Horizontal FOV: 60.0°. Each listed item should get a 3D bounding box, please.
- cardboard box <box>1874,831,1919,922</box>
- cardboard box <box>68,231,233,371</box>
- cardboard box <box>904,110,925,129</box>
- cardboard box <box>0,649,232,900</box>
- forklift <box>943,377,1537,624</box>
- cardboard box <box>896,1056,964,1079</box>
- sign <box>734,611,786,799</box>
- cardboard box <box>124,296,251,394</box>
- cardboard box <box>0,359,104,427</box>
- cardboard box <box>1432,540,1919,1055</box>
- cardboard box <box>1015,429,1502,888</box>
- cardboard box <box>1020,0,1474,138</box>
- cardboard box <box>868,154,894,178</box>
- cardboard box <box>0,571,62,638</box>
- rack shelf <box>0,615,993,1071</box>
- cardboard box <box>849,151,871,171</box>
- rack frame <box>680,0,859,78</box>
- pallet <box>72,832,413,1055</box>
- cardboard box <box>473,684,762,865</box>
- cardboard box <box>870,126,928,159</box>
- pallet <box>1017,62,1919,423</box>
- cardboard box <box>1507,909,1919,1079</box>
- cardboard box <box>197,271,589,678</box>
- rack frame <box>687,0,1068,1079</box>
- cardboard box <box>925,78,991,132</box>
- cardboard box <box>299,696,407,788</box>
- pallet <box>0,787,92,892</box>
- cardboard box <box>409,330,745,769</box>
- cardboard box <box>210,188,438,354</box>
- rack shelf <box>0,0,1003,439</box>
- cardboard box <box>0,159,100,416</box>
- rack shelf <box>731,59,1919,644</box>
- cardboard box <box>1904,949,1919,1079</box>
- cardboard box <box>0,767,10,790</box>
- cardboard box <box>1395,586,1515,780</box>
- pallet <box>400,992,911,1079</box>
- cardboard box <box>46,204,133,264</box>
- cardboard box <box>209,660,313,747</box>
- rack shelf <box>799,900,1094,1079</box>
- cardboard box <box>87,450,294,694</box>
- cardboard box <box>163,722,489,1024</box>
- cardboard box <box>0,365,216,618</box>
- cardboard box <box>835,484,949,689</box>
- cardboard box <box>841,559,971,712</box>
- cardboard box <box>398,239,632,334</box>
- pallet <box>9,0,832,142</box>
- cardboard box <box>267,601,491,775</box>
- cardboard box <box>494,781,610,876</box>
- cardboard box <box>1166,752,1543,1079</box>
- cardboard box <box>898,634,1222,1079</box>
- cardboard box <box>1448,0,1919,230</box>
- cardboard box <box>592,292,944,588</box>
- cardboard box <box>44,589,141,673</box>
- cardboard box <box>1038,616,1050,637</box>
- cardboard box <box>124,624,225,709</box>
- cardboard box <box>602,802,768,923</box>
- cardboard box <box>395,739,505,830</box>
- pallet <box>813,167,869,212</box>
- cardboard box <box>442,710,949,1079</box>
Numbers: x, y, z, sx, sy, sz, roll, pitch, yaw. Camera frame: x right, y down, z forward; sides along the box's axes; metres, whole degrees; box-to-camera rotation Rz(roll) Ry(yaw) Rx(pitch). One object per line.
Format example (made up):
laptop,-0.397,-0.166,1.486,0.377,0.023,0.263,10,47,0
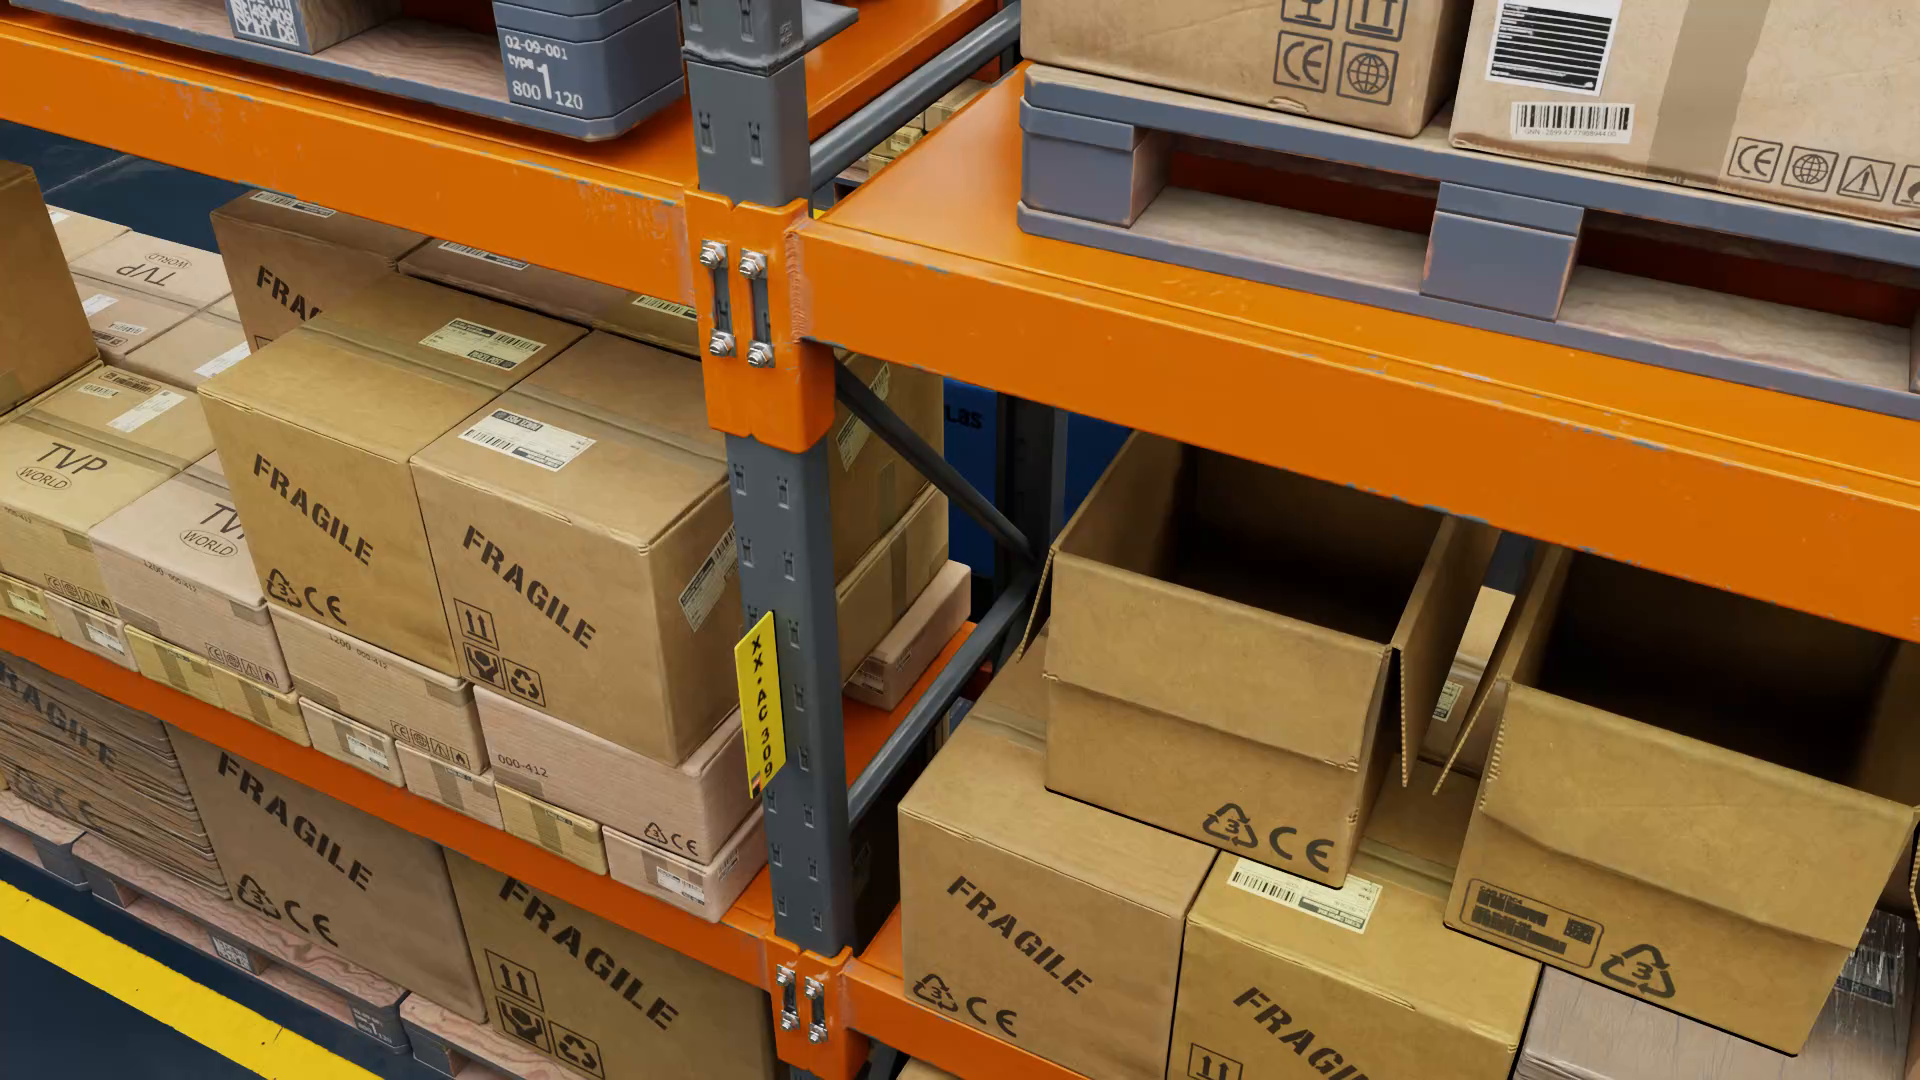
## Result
cardboard box,1.383,0.570,2.936,0.500,0.500,0.500,17,40,21
cardboard box,-2.159,-0.552,4.375,0.500,0.250,0.500,16,40,20
cardboard box,-0.210,-2.169,8.145,0.250,0.149,0.380,15,40,19
cardboard box,-2.200,0.298,4.786,0.875,0.875,0.875,17,41,21
forklift,1.354,-0.781,4.855,3.031,2.935,1.130,16,40,20
cardboard box,0.516,1.190,3.612,0.875,0.875,1.225,18,41,22
sign,-0.315,0.266,2.638,0.005,0.325,0.100,17,41,21
cardboard box,-1.694,-0.410,4.187,0.500,0.250,0.500,17,41,22
cardboard box,-2.402,-0.266,3.998,0.500,0.250,0.500,16,40,20
cardboard box,1.114,0.274,2.495,0.637,0.503,0.797,18,41,22
cardboard box,0.510,0.077,2.755,0.637,0.503,0.797,16,40,20
cardboard box,0.458,-0.902,2.047,0.500,0.500,0.700,18,41,23
cardboard box,-0.254,-1.894,8.274,0.250,0.149,0.380,18,41,22
cardboard box,-2.083,0.034,3.932,0.250,0.149,0.380,16,40,20
rack shelf,-1.837,0.074,4.267,4.000,0.370,1.077,17,41,21
cardboard box,-0.431,-2.024,8.445,0.250,0.149,0.380,18,41,22
rack frame,-0.061,-2.046,1.503,0.127,3.000,1.000,17,41,21
pallet,-1.788,0.862,4.940,1.213,0.211,1.003,17,41,21
cardboard box,-0.574,0.303,3.248,0.500,0.250,0.500,17,40,21
cardboard box,-0.242,-2.014,8.186,0.250,0.149,0.380,19,41,23
pallet,0.776,-0.547,2.167,1.217,0.209,0.805,16,40,20
cardboard box,1.123,0.845,2.574,0.500,0.500,0.500,16,40,20
cardboard box,-1.035,-0.140,3.211,0.500,0.500,0.500,18,41,22
rack frame,-0.061,0.344,3.317,0.127,3.000,1.000,17,41,21
cardboard box,0.032,-2.087,8.036,0.250,0.149,0.380,19,41,23
cardboard box,-1.168,0.320,3.555,0.250,0.149,0.380,18,41,22
pallet,-2.867,0.522,5.387,1.213,0.211,1.003,17,41,21
cardboard box,-0.592,0.002,3.024,0.500,0.500,0.500,19,41,23
cardboard box,-1.267,-0.568,3.775,0.500,0.500,0.500,16,40,20
rack shelf,-1.837,-1.121,3.360,4.000,0.370,1.077,17,41,21
cardboard box,-2.404,-0.568,3.775,0.500,0.500,0.500,16,40,20
rack shelf,1.715,-0.009,1.895,4.000,0.370,1.077,17,41,21
cardboard box,1.673,0.439,2.279,0.637,0.503,0.797,19,41,23
cardboard box,-3.008,0.045,5.119,0.875,0.875,0.875,17,41,21
cardboard box,0.916,0.428,3.122,0.500,0.500,0.500,19,41,23
pallet,-0.700,1.201,4.494,1.213,0.211,1.003,17,41,21
cardboard box,-2.611,-0.694,4.561,0.500,0.250,0.500,17,40,21
cardboard box,-1.397,0.249,3.649,0.250,0.149,0.380,18,41,22
rack shelf,1.715,1.186,2.801,4.000,0.370,1.077,17,41,21
cardboard box,-1.488,0.019,3.623,0.500,0.250,0.500,18,41,22
cardboard box,-1.410,0.546,4.460,0.875,0.875,0.875,17,41,21
cardboard box,-1.936,-0.124,3.811,0.500,0.250,0.500,17,40,21
cardboard box,-0.358,0.014,3.629,0.500,0.250,0.500,17,40,21
cardboard box,-0.171,0.183,3.736,0.250,0.149,0.380,17,41,22
cardboard box,-0.803,-0.425,3.587,0.500,0.500,0.500,17,41,21
pallet,-0.783,-1.049,2.744,1.213,0.211,1.003,17,41,21
cardboard box,-1.035,0.160,3.436,0.500,0.250,0.500,19,41,23
cardboard box,-0.712,0.463,3.367,0.250,0.149,0.380,18,41,22
cardboard box,0.679,0.705,2.757,0.500,0.500,0.500,17,41,22
cardboard box,0.232,0.566,2.941,0.500,0.500,0.500,18,41,22
cardboard box,0.872,-0.630,1.844,0.500,0.311,0.500,16,40,20
cardboard box,-0.369,-0.284,3.401,0.500,0.500,0.500,17,41,21
cardboard box,-1.849,0.106,3.837,0.250,0.149,0.380,18,41,22
cardboard box,0.480,0.287,3.308,0.500,0.500,0.500,18,41,22
cardboard box,-1.624,0.178,3.743,0.250,0.149,0.380,17,40,21
cardboard box,-0.483,0.535,3.272,0.250,0.149,0.380,18,41,22
cardboard box,-0.939,0.392,3.461,0.250,0.149,0.380,17,40,21
pallet,-0.470,-2.027,8.746,1.213,0.211,1.003,17,41,21
cardboard box,-0.610,0.796,4.130,0.875,0.875,0.875,17,41,21
